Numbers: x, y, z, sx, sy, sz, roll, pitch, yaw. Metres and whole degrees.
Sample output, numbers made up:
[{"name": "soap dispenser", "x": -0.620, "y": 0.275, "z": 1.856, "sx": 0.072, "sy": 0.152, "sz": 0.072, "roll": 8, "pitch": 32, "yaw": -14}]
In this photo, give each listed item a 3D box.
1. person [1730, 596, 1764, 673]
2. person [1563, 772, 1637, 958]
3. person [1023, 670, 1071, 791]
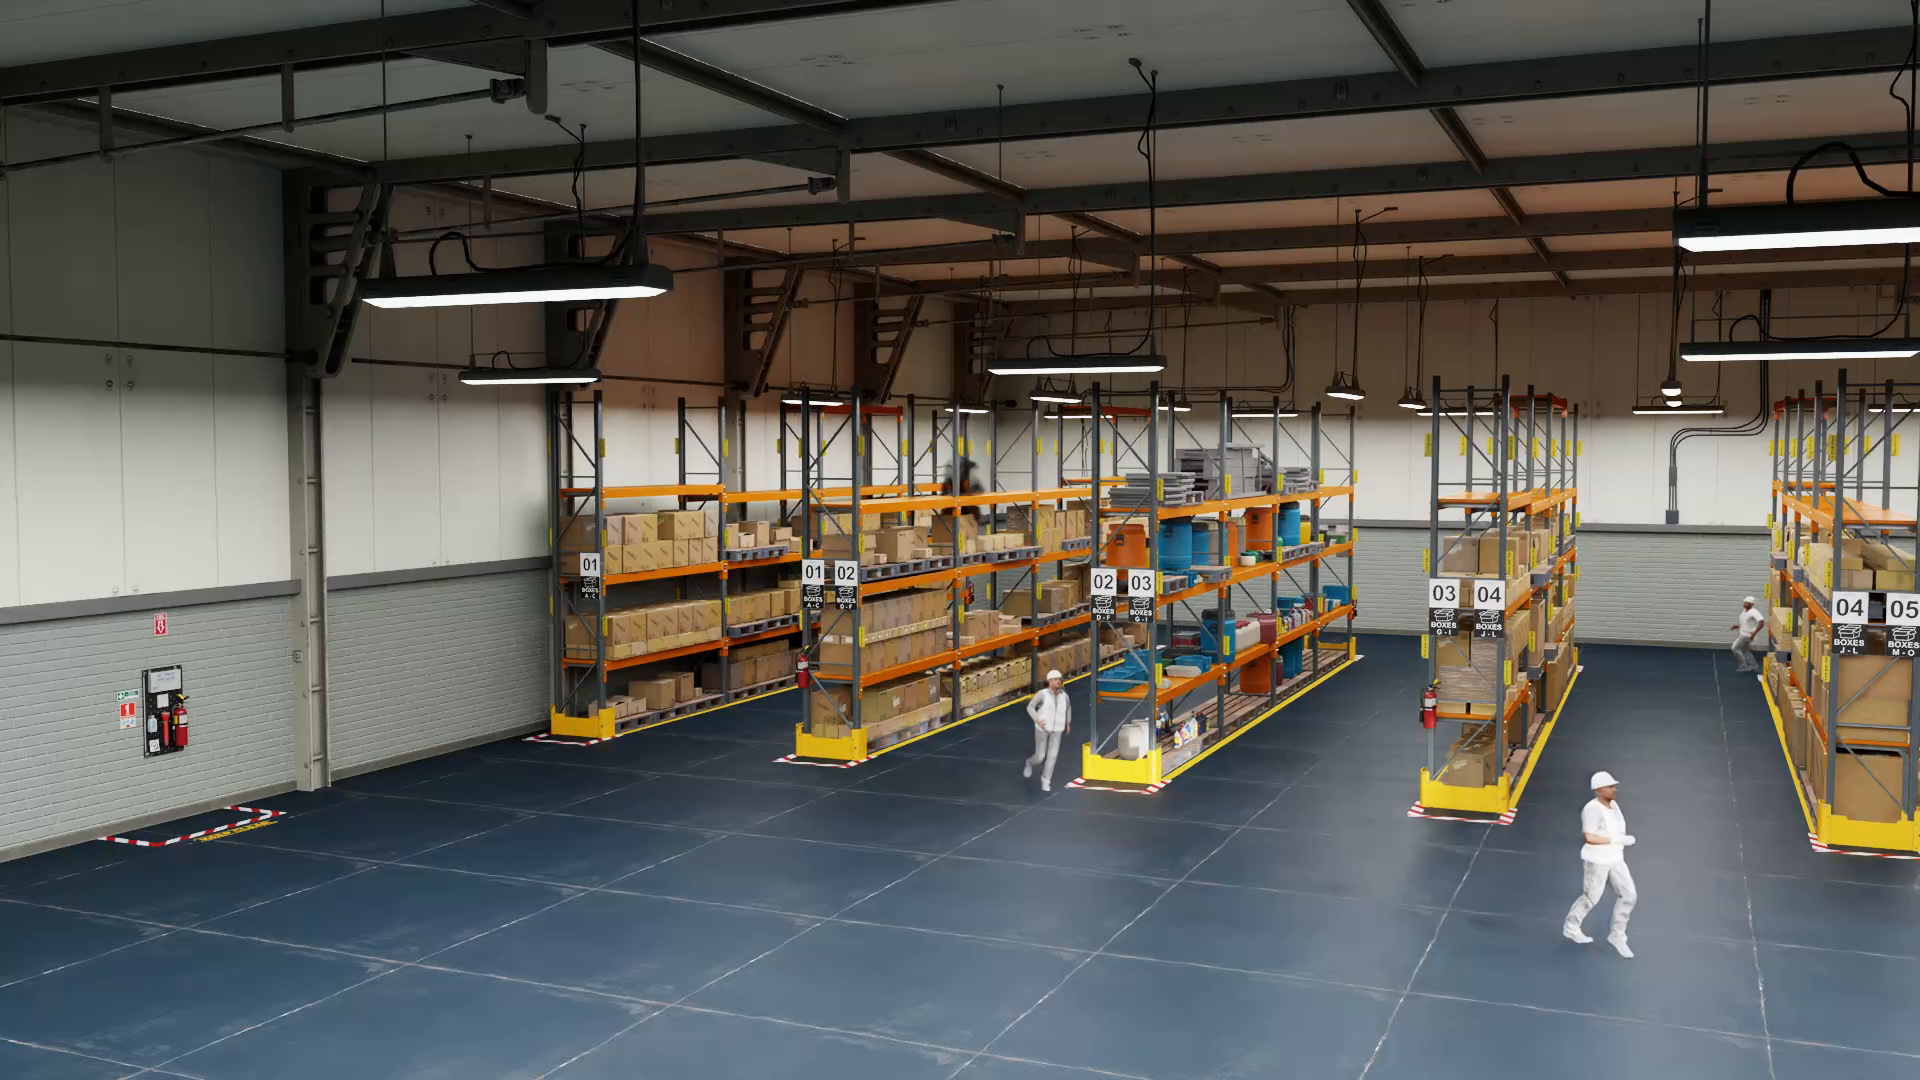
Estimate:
[{"name": "person", "x": 17.438, "y": 2.114, "z": 36.868, "sx": 0.637, "sy": 1.759, "sz": 0.762, "roll": 1, "pitch": 3, "yaw": 11}, {"name": "person", "x": 6.354, "y": 3.208, "z": 16.449, "sx": 0.656, "sy": 1.844, "sz": 0.782, "roll": -2, "pitch": 4, "yaw": -38}, {"name": "person", "x": 1.359, "y": 2.787, "z": 24.525, "sx": 0.713, "sy": 1.721, "sz": 0.778, "roll": -1, "pitch": 3, "yaw": -17}]
